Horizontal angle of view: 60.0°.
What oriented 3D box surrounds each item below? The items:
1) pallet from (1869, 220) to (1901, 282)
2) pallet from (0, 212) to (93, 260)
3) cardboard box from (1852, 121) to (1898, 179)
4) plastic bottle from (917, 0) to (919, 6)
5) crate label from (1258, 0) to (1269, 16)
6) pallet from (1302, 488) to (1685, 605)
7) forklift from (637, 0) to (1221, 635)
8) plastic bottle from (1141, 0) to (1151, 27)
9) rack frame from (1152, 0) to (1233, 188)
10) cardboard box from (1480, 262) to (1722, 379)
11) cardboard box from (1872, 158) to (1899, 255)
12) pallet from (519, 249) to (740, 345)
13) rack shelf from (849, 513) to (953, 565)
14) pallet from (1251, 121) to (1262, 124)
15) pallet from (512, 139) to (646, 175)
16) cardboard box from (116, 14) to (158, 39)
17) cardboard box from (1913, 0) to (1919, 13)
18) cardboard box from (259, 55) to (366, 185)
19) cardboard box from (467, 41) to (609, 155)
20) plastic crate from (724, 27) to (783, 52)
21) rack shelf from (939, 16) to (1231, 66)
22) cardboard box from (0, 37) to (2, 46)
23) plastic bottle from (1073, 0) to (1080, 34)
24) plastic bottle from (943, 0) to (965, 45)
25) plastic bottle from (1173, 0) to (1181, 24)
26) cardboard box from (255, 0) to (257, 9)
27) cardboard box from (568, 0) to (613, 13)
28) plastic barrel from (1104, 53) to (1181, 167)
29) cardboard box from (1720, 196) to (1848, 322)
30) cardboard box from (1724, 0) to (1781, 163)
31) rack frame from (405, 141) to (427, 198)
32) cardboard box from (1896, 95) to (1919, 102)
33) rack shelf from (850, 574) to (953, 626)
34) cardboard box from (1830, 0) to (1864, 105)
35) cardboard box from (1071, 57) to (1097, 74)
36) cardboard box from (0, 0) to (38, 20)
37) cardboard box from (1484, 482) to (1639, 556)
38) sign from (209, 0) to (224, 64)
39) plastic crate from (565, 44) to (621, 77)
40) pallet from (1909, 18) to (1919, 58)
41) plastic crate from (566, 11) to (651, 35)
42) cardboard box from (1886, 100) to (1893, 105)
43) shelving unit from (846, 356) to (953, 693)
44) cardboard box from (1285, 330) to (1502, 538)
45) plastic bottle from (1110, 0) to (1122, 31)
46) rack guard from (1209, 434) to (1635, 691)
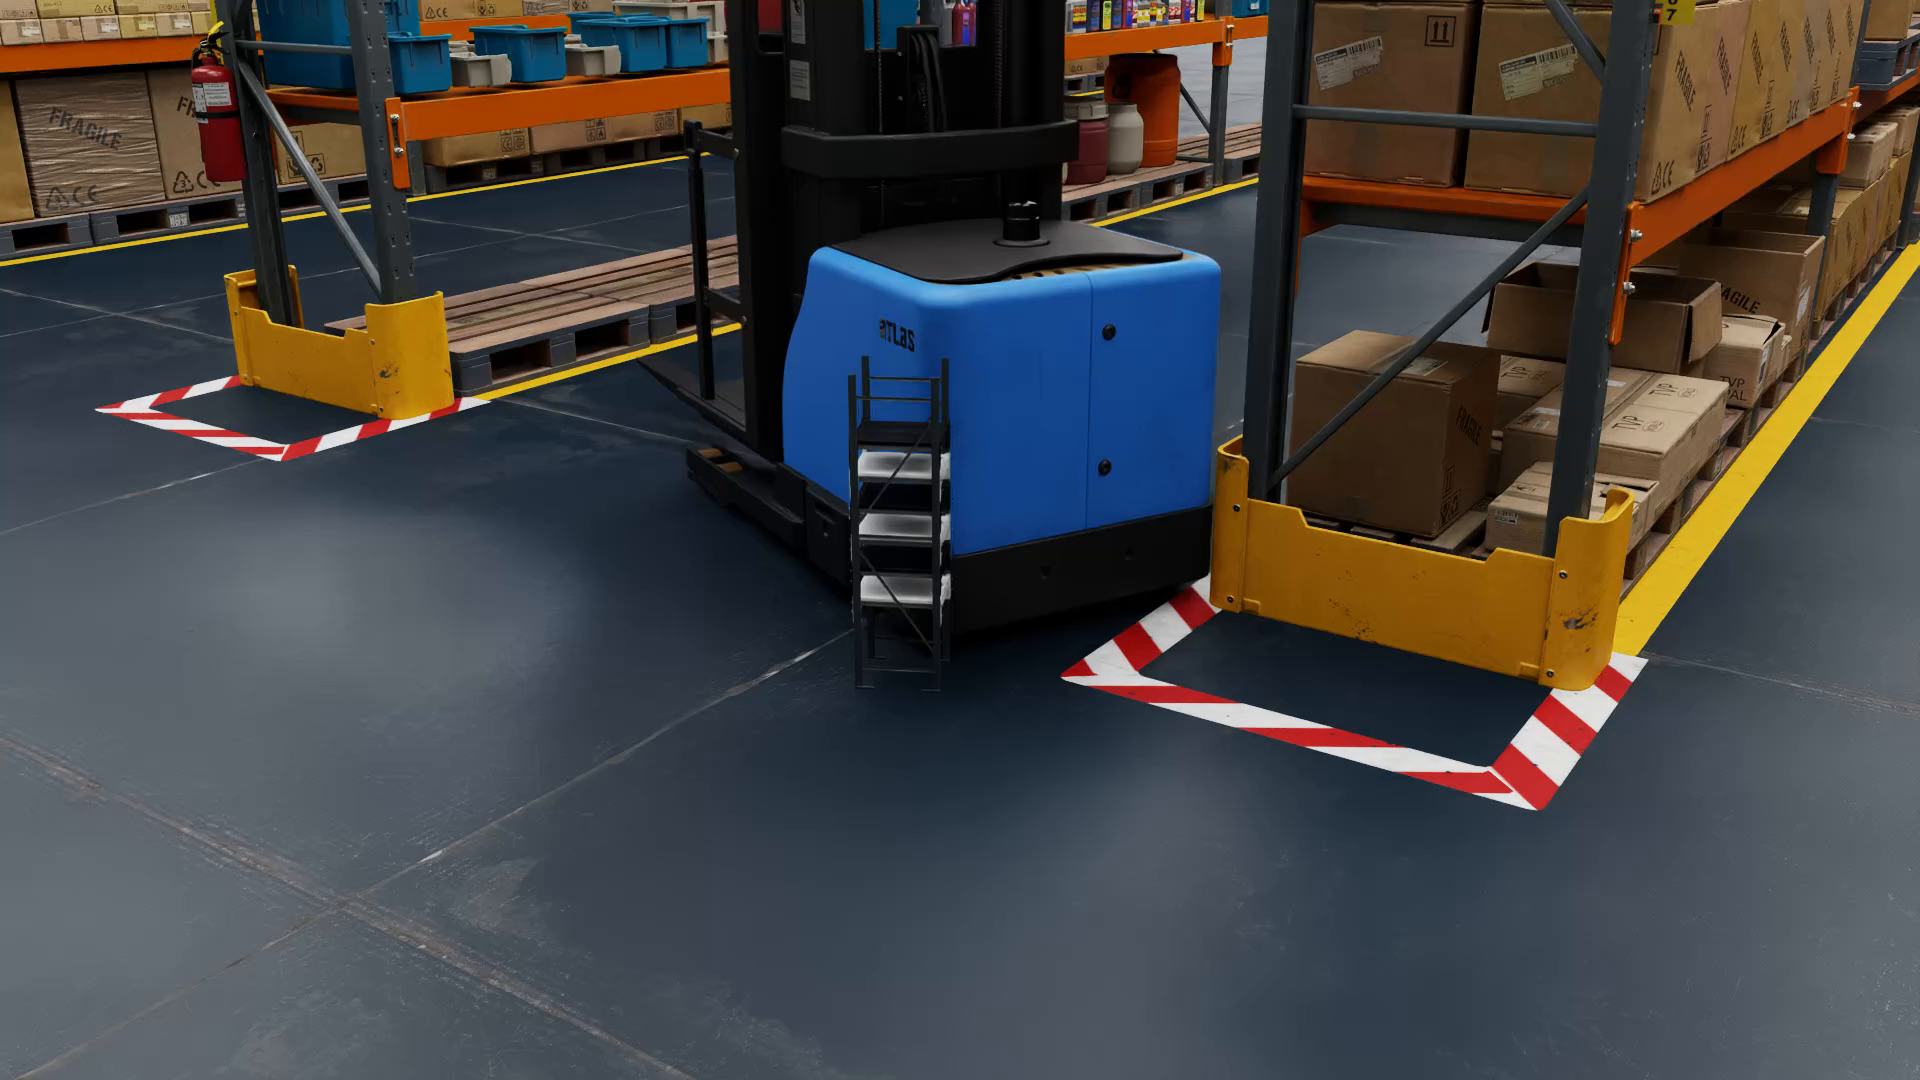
[{"bbox_3d":[5.343,-1.899,10.595,1.003,0.211,1.213,13,24,32],"label":"pallet"},{"bbox_3d":[-6.509,-1.988,10.836,1.003,0.211,1.213,13,24,32],"label":"pallet"},{"bbox_3d":[4.863,-2.174,9.206,0.500,0.250,0.500,13,24,31],"label":"cardboard box"},{"bbox_3d":[-0.303,-3.538,11.076,0.144,0.351,0.185,13,24,32],"label":"plastic bottle"},{"bbox_3d":[2.482,-4.630,13.906,0.502,0.435,0.616,13,24,32],"label":"crate label"},{"bbox_3d":[1.787,-0.061,5.626,1.003,0.211,1.213,13,24,32],"label":"pallet"},{"bbox_3d":[-0.370,-1.565,5.771,1.130,2.935,3.031,-11,23,-28],"label":"forklift"},{"bbox_3d":[1.342,-3.853,12.144,0.097,0.201,0.097,0,20,0],"label":"plastic bottle"},{"bbox_3d":[1.700,-4.381,13.284,1.000,3.000,0.127,13,24,32],"label":"rack frame"},{"bbox_3d":[2.494,-0.761,6.464,0.797,0.503,0.637,13,24,32],"label":"cardboard box"},{"bbox_3d":[5.171,-1.985,9.777,0.500,0.500,0.500,12,24,30],"label":"cardboard box"},{"bbox_3d":[-1.615,-1.355,9.125,1.003,0.211,1.213,13,24,32],"label":"pallet"},{"bbox_3d":[-0.161,-0.008,4.585,0.258,0.077,0.200,2,20,7],"label":"rack shelf"},{"bbox_3d":[3.539,-3.988,16.241,1.003,0.211,1.213,13,24,32],"label":"pallet"},{"bbox_3d":[-3.589,-3.479,14.865,1.003,0.211,1.213,13,24,32],"label":"pallet"},{"bbox_3d":[-5.558,-3.413,11.029,0.380,0.149,0.250,13,24,30],"label":"cardboard box"},{"bbox_3d":[5.533,-3.455,10.032,0.700,0.500,0.500,5,21,14],"label":"cardboard box"},{"bbox_3d":[-5.082,-3.226,12.619,0.875,0.875,0.875,13,24,32],"label":"cardboard box"},{"bbox_3d":[-3.800,-3.844,14.289,1.225,0.875,0.875,12,24,30],"label":"cardboard box"},{"bbox_3d":[-0.956,-2.759,9.209,0.437,0.125,0.590,13,24,32],"label":"plastic crate"},{"bbox_3d":[0.575,-3.470,11.858,1.077,0.370,4.000,13,24,32],"label":"rack shelf"},{"bbox_3d":[-6.135,-3.118,10.234,0.380,0.149,0.250,13,24,31],"label":"cardboard box"},{"bbox_3d":[0.765,-3.591,11.336,0.097,0.271,0.097,0,20,0],"label":"plastic bottle"},{"bbox_3d":[-0.060,-3.259,10.324,0.144,0.351,0.185,13,24,32],"label":"plastic bottle"},{"bbox_3d":[1.615,-3.993,12.521,0.097,0.201,0.097,0,20,0],"label":"plastic bottle"},{"bbox_3d":[-4.965,-3.941,11.884,0.500,0.250,0.500,14,25,33],"label":"cardboard box"},{"bbox_3d":[-3.330,-4.766,14.183,0.500,0.500,0.500,14,24,33],"label":"cardboard box"},{"bbox_3d":[1.439,-3.416,13.200,0.600,0.830,0.708,13,24,32],"label":"plastic barrel"},{"bbox_3d":[4.019,-1.391,8.171,0.500,0.500,0.500,12,23,29],"label":"cardboard box"},{"bbox_3d":[2.335,-1.534,5.443,0.500,0.500,0.500,13,24,32],"label":"cardboard box"},{"bbox_3d":[-4.645,-4.199,12.793,1.000,3.000,0.127,13,24,32],"label":"rack frame"},{"bbox_3d":[7.482,-3.266,12.822,0.500,0.311,0.500,13,24,32],"label":"cardboard box"},{"bbox_3d":[-0.161,0.161,4.648,0.258,0.077,0.200,2,20,7],"label":"rack shelf"},{"bbox_3d":[3.477,-2.119,7.027,0.500,0.500,0.500,14,24,33],"label":"cardboard box"},{"bbox_3d":[1.428,-6.313,21.505,0.500,0.500,0.500,-17,26,-38],"label":"cardboard box"},{"bbox_3d":[-6.114,-3.356,10.302,0.500,0.250,0.500,13,24,31],"label":"cardboard box"},{"bbox_3d":[1.817,-0.041,5.026,0.380,0.149,0.250,13,24,32],"label":"cardboard box"},{"bbox_3d":[-3.262,-2.265,7.328,0.100,0.325,0.005,13,24,32],"label":"sign"},{"bbox_3d":[-1.756,-2.267,7.864,0.250,0.136,0.298,13,24,32],"label":"plastic crate"},{"bbox_3d":[4.705,-2.765,9.192,1.003,0.211,1.213,13,24,32],"label":"pallet"},{"bbox_3d":[-1.855,-2.674,8.826,0.416,0.233,0.300,13,24,32],"label":"plastic crate"},{"bbox_3d":[7.029,-3.370,13.103,0.500,0.311,0.500,12,24,30],"label":"cardboard box"},{"bbox_3d":[-0.161,-0.039,4.574,0.258,0.900,0.210,2,20,7],"label":"shelving unit"},{"bbox_3d":[1.399,-0.356,5.374,0.500,0.500,0.500,13,24,32],"label":"cardboard box"},{"bbox_3d":[1.059,-3.793,11.766,0.144,0.351,0.185,13,24,32],"label":"plastic bottle"},{"bbox_3d":[1.340,0.032,4.957,1.175,0.500,0.348,13,24,32],"label":"rack guard"}]
